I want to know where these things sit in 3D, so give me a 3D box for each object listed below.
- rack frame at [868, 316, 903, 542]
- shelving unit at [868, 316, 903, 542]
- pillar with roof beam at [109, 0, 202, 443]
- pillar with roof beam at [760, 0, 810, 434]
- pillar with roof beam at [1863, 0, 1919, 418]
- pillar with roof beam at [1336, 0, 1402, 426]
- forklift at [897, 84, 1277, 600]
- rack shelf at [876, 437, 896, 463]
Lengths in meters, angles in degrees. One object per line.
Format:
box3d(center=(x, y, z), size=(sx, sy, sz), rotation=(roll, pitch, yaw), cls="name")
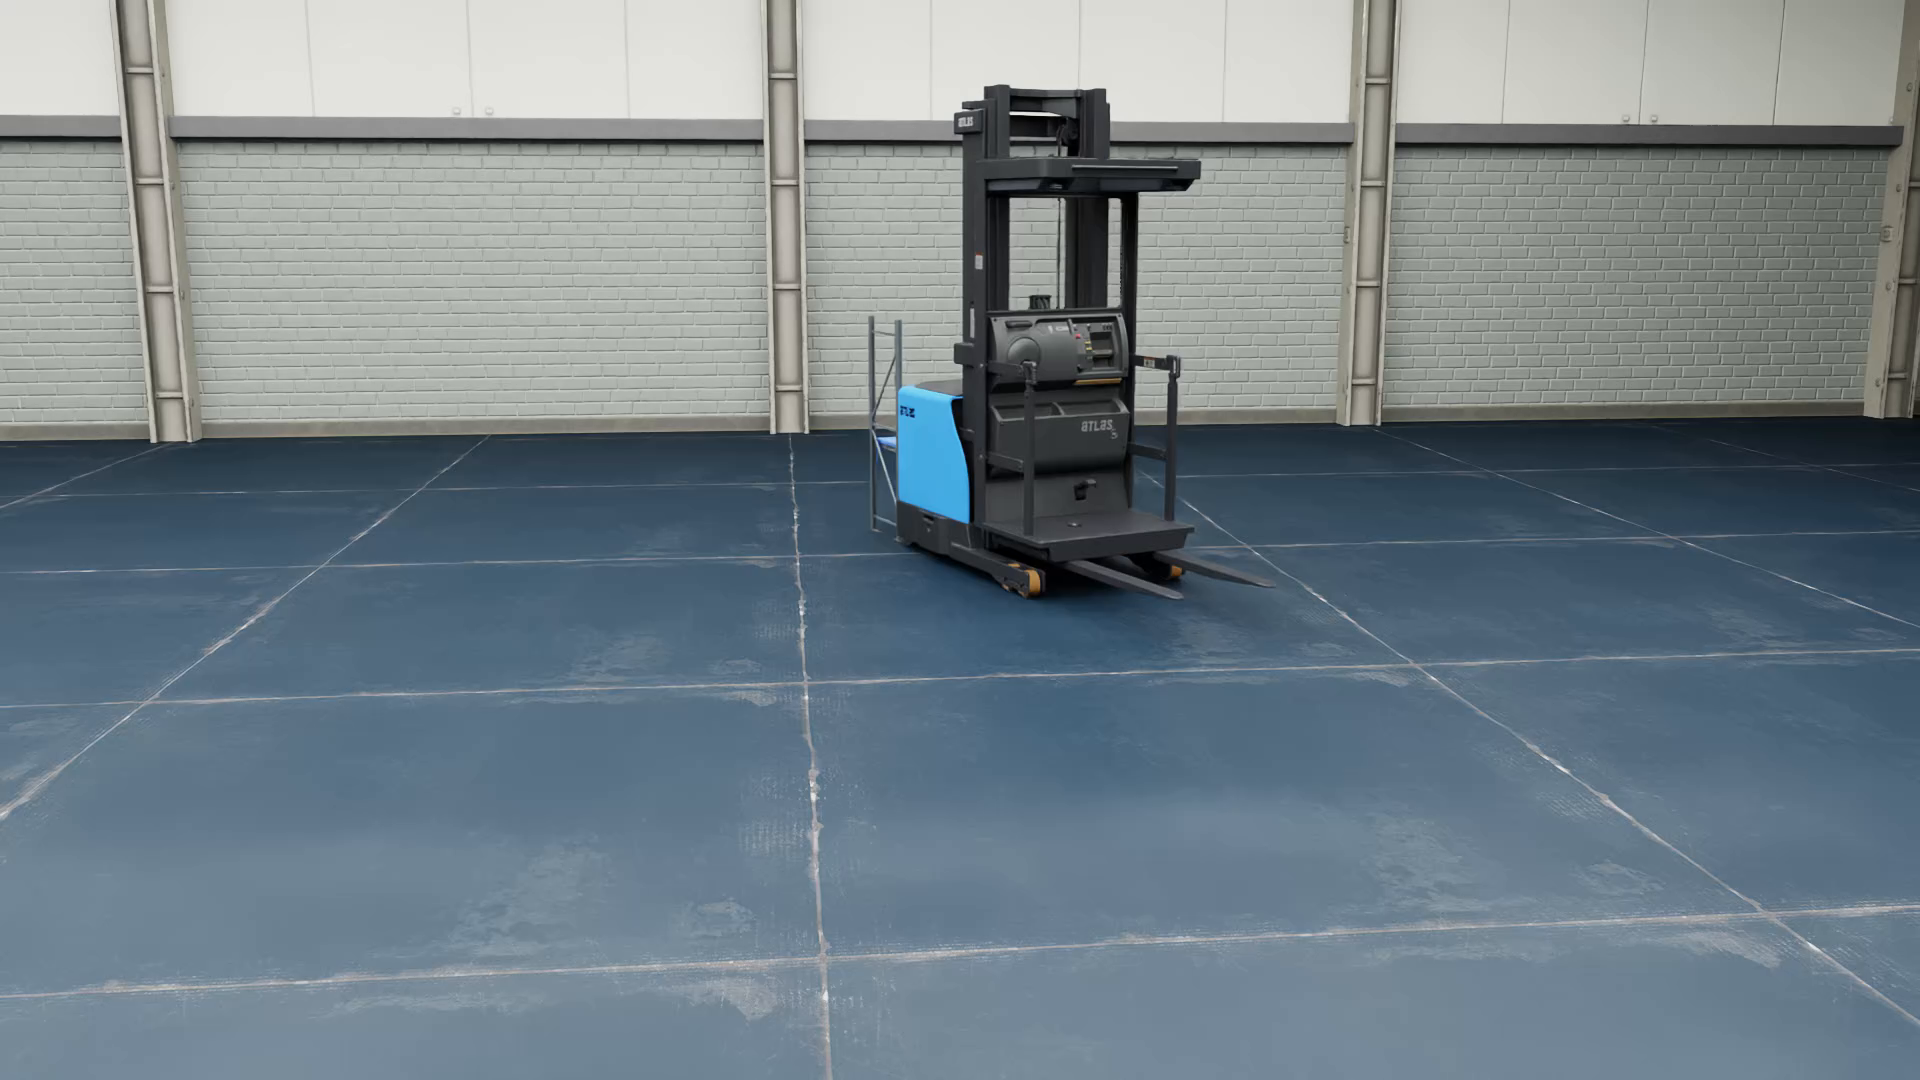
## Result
box3d(center=(-0.509, -0.765, 11.373), size=(0.032, 1.500, 0.500), rotation=(-5, 12, -25), cls="rack frame")
box3d(center=(-0.052, -0.808, 11.591), size=(1.048, 1.500, 0.538), rotation=(-5, 12, -25), cls="shelving unit")
box3d(center=(-7.241, -4.573, 11.300), size=(0.400, 9.000, 9.100), rotation=(-1, 11, -6), cls="pillar with roof beam")
box3d(center=(-1.276, -4.698, 11.936), size=(0.400, 9.000, 9.100), rotation=(-1, 11, -6), cls="pillar with roof beam")
box3d(center=(10.654, -4.948, 13.208), size=(0.400, 9.000, 9.100), rotation=(-1, 11, -6), cls="pillar with roof beam")
box3d(center=(4.689, -4.823, 12.572), size=(0.400, 9.000, 9.100), rotation=(-1, 11, -6), cls="pillar with roof beam")
box3d(center=(0.710, -1.202, 9.885), size=(1.130, 2.935, 3.031), rotation=(-6, 13, -27), cls="forklift")
box3d(center=(-0.052, -0.632, 11.625), size=(1.000, 0.185, 0.538), rotation=(-5, 12, -25), cls="rack shelf")
